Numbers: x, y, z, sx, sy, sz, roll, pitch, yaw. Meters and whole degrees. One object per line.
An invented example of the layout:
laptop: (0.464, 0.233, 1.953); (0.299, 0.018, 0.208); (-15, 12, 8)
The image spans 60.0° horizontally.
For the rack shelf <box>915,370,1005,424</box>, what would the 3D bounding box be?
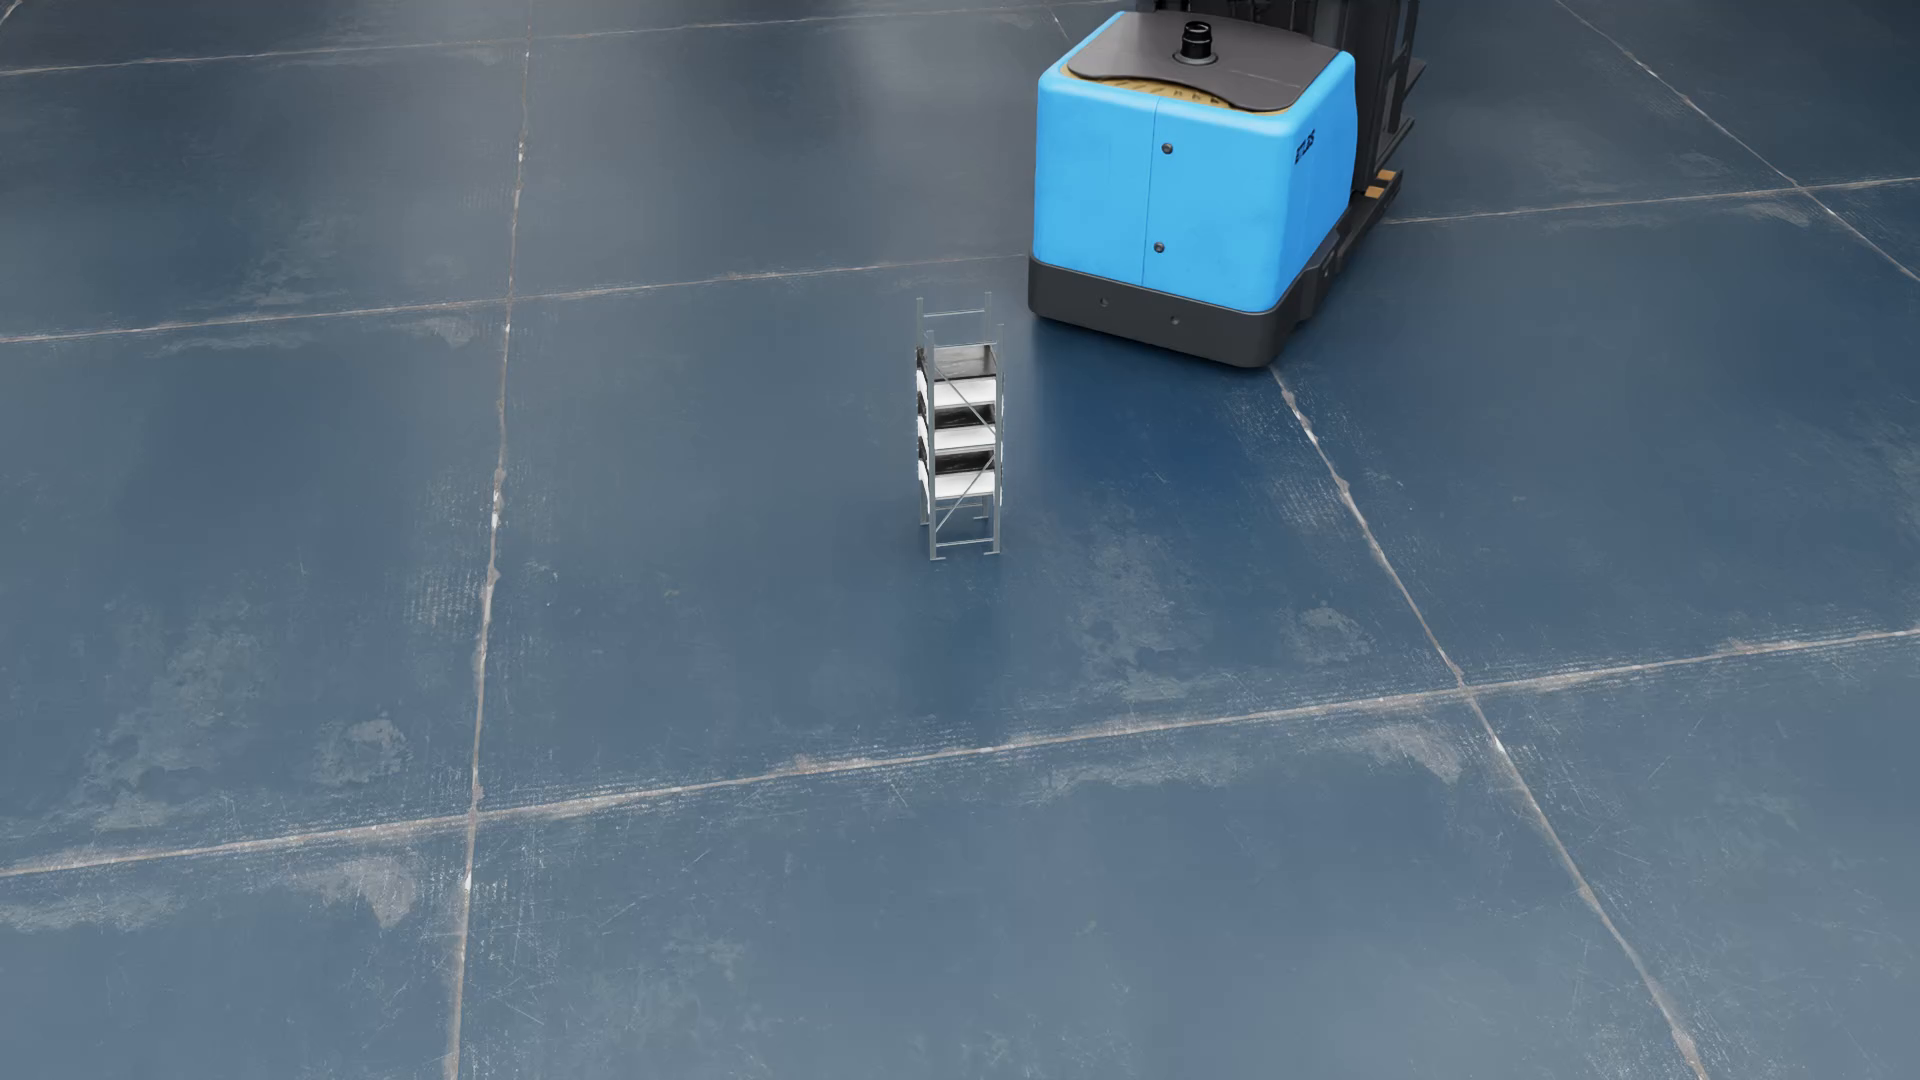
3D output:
rack shelf: (-0.001, -0.476, 5.390); (0.258, 0.077, 0.200); (-6, 38, -8)

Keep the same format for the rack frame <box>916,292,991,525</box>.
rack frame: (-0.019, -0.422, 5.559); (0.240, 0.900, 0.006); (-6, 38, -8)

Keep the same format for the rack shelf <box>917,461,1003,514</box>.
rack shelf: (-0.001, -0.192, 5.611); (0.258, 0.077, 0.200); (-6, 38, -8)

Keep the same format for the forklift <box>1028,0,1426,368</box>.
forklift: (1.405, -2.724, 6.867); (1.130, 2.935, 3.031); (18, 41, 21)

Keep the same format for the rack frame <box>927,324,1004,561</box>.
rack frame: (0.016, -0.299, 5.401); (0.240, 0.900, 0.006); (-6, 38, -8)

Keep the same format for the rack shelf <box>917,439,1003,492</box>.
rack shelf: (-0.001, -0.263, 5.556); (0.258, 0.077, 0.200); (-6, 38, -8)

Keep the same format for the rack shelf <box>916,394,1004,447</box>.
rack shelf: (-0.001, -0.405, 5.445); (0.258, 0.077, 0.200); (-6, 38, -8)

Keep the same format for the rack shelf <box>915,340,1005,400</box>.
rack shelf: (-0.001, -0.547, 5.335); (0.258, 0.077, 0.200); (-6, 38, -8)

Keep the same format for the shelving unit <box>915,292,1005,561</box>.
shelving unit: (-0.001, -0.360, 5.480); (0.258, 0.900, 0.210); (-6, 38, -8)

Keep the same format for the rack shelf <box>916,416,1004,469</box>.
rack shelf: (-0.001, -0.334, 5.501); (0.258, 0.077, 0.200); (-6, 38, -8)
